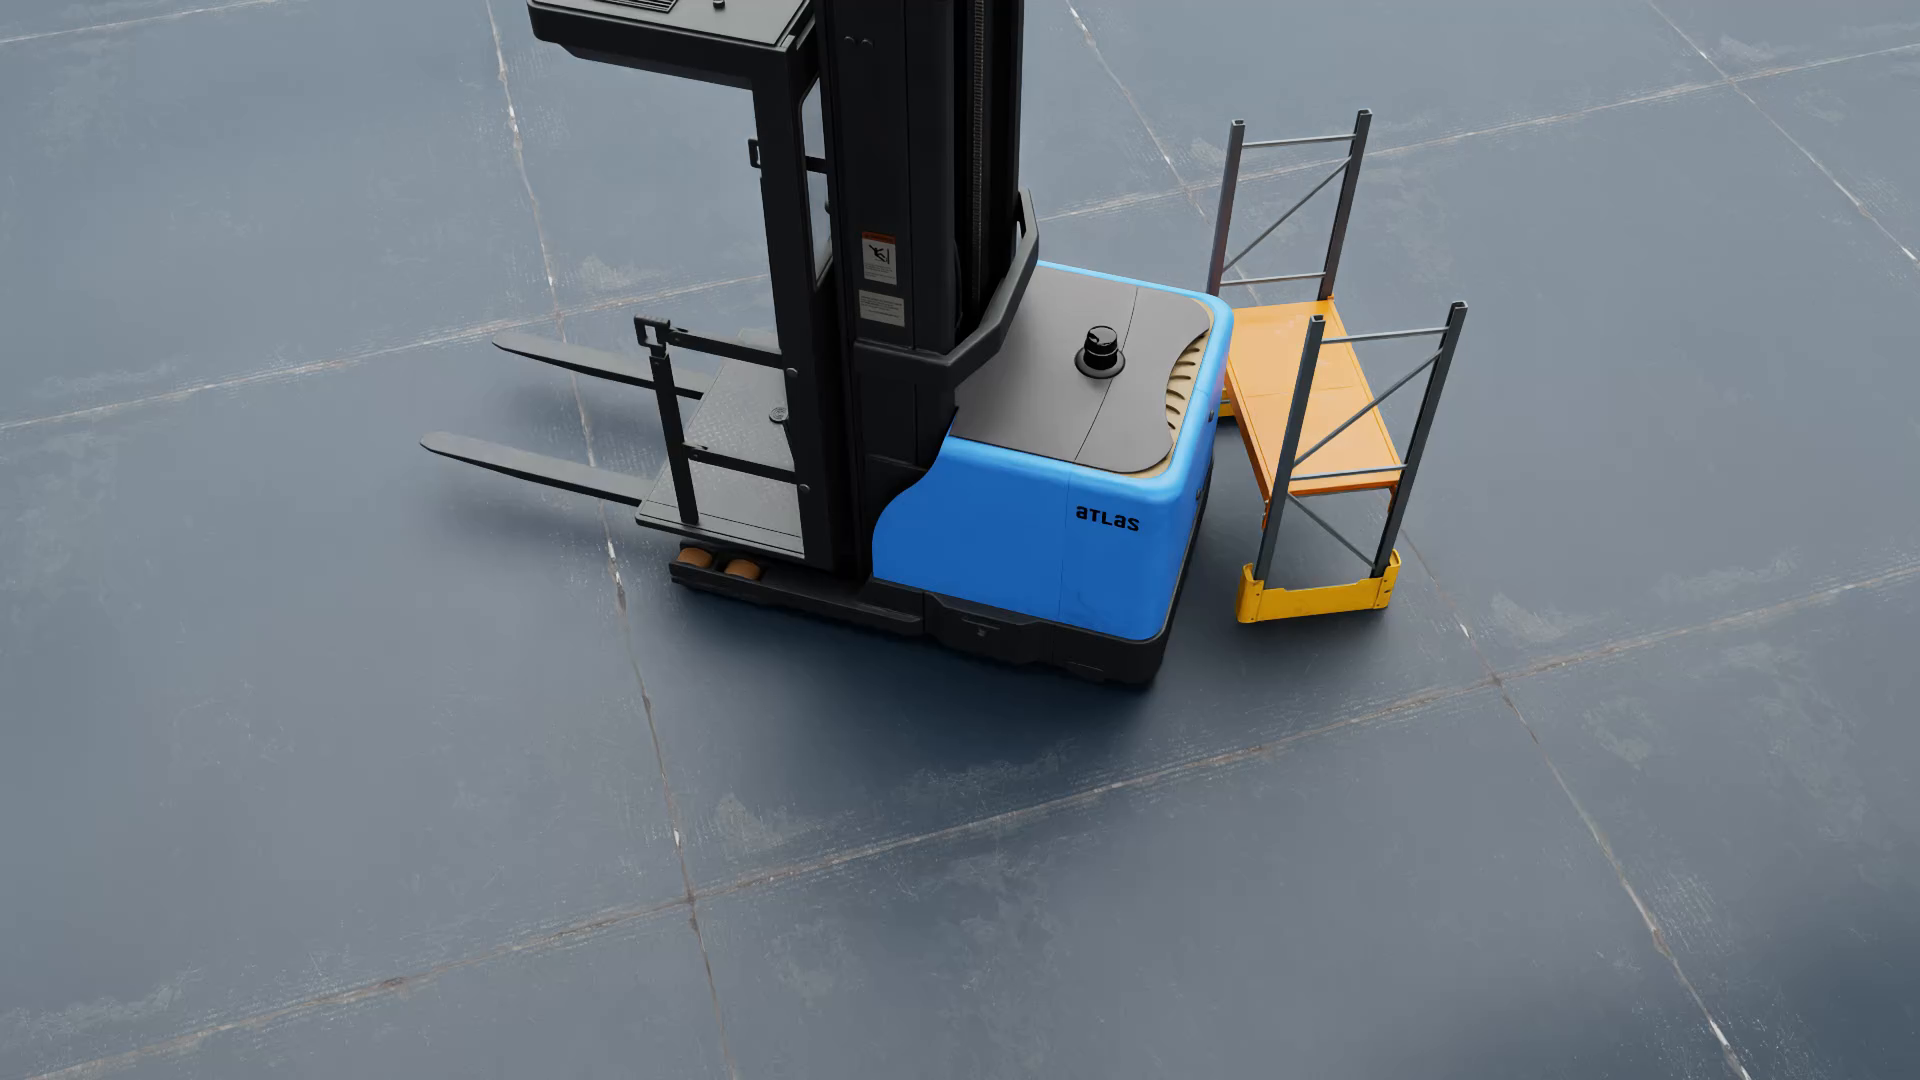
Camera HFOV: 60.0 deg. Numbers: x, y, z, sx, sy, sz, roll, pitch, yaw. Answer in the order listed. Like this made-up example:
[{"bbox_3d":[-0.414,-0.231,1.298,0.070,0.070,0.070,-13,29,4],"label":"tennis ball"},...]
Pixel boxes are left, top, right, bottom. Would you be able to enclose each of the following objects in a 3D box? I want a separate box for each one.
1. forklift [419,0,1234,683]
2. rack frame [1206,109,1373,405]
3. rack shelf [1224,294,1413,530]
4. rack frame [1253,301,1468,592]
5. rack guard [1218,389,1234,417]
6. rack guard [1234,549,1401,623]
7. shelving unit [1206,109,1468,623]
[{"bbox_3d":[-0.595,-1.086,5.538,3.031,2.935,1.130,13,51,11],"label":"forklift"},{"bbox_3d":[1.199,-0.999,6.401,0.500,1.500,0.032,-6,50,-5],"label":"rack frame"},{"bbox_3d":[1.268,-0.498,6.214,0.538,0.185,1.000,-6,50,-5],"label":"rack shelf"},{"bbox_3d":[1.337,-0.229,5.752,0.500,1.500,0.032,-6,50,-5],"label":"rack frame"},{"bbox_3d":[1.201,-0.582,6.866,0.587,0.250,0.087,-6,50,-5],"label":"rack guard"},{"bbox_3d":[1.337,0.173,6.230,0.587,0.250,0.087,-6,50,-5],"label":"rack guard"},{"bbox_3d":[1.269,-0.607,6.070,0.587,1.500,1.083,-6,50,-5],"label":"shelving unit"}]
